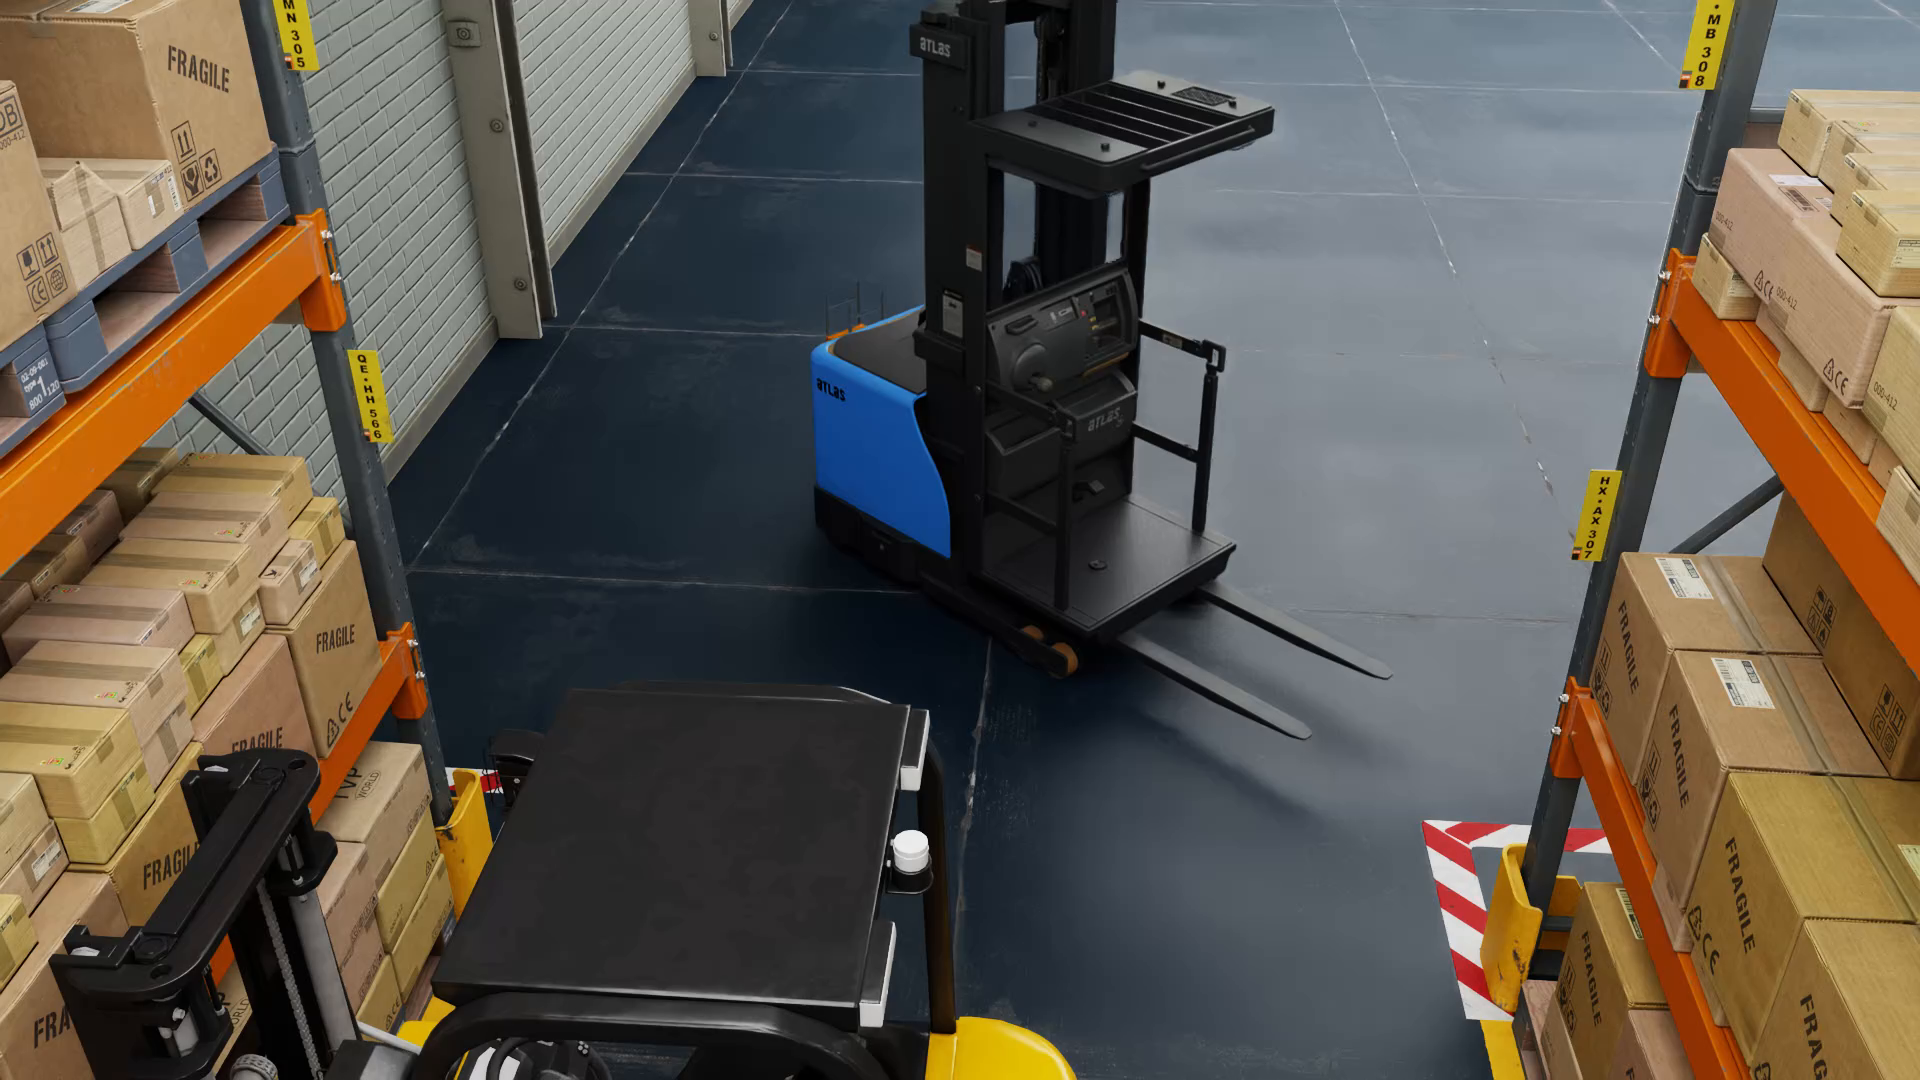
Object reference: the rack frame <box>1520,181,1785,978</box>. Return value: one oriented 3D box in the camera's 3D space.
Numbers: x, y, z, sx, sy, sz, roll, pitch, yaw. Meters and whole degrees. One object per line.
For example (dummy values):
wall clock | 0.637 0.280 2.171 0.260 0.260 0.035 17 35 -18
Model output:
rack frame | 2.528 0.318 5.375 1.000 3.000 0.127 2 32 4

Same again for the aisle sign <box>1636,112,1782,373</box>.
aisle sign | 2.224 -0.835 4.767 0.394 0.787 0.004 2 32 4

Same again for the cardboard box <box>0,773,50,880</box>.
cardboard box | -2.358 0.661 3.821 0.380 0.149 0.250 3 32 5

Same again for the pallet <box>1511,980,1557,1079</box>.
pallet | 2.420 1.968 5.356 1.003 0.211 1.213 2 32 4

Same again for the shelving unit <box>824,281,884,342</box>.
shelving unit | -0.544 -0.758 8.837 0.258 1.200 0.189 -27 41 -36

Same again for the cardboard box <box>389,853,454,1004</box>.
cardboard box | -2.143 1.359 5.907 0.500 0.250 0.500 3 32 4

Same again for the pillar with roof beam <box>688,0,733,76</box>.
pillar with roof beam | 1.893 -8.212 13.498 9.100 9.000 0.400 2 32 4

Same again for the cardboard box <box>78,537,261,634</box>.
cardboard box | -2.222 0.127 4.688 0.380 0.149 0.250 3 32 5

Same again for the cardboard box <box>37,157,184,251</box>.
cardboard box | -2.184 -0.837 4.135 0.380 0.149 0.250 2 32 3

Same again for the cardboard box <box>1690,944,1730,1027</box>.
cardboard box | 2.131 1.129 4.299 0.380 0.149 0.250 3 32 5

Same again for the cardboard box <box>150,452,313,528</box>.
cardboard box | -2.239 -0.141 5.123 0.380 0.149 0.250 3 32 4

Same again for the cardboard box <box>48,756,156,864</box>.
cardboard box | -2.249 0.654 4.116 0.380 0.149 0.250 3 32 4

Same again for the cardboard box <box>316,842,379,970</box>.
cardboard box | -2.182 1.195 5.219 0.500 0.250 0.500 3 32 5

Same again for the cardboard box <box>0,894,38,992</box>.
cardboard box | -2.311 0.917 3.689 0.380 0.149 0.250 2 32 3

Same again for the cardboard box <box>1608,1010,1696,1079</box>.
cardboard box | 2.147 1.686 4.660 0.500 0.500 0.500 1 32 2

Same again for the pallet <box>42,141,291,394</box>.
pallet | -2.503 -0.763 4.354 1.003 0.211 1.213 2 32 4

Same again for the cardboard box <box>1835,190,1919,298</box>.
cardboard box | 2.115 -0.626 3.527 0.380 0.149 0.250 2 32 4

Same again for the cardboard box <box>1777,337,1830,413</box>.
cardboard box | 2.189 -0.415 3.944 0.380 0.149 0.250 3 32 5

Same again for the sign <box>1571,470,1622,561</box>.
sign | 1.987 -0.074 5.186 0.100 0.325 0.005 2 32 4

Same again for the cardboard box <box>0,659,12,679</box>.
cardboard box | -2.772 0.357 4.598 0.380 0.149 0.250 1 32 2

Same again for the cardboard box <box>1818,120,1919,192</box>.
cardboard box | 2.291 -0.882 3.943 0.380 0.149 0.250 2 32 4

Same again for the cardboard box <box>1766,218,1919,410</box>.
cardboard box | 2.171 -0.508 3.715 0.500 0.250 0.500 2 32 3

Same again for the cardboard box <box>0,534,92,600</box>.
cardboard box | -2.722 0.103 4.727 0.380 0.149 0.250 3 32 5

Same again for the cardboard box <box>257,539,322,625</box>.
cardboard box | -2.160 0.117 4.987 0.380 0.149 0.250 3 32 5

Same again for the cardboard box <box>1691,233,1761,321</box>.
cardboard box | 2.177 -0.693 4.395 0.380 0.149 0.250 2 32 4

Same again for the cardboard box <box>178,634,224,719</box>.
cardboard box | -2.273 0.379 4.562 0.380 0.149 0.250 2 32 4

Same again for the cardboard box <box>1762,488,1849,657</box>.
cardboard box | 2.704 -0.001 4.560 0.700 0.500 0.500 2 32 3

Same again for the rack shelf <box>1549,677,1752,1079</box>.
rack shelf | 2.365 1.670 3.867 1.077 0.370 4.000 2 32 4

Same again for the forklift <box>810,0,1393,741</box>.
forklift | 0.627 -0.911 7.434 1.130 2.935 3.031 -27 41 -36

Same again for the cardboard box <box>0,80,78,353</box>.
cardboard box | -2.396 -0.660 3.512 0.700 0.500 0.500 3 32 4

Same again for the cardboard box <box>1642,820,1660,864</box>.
cardboard box | 2.185 0.861 4.733 0.380 0.149 0.250 1 32 2

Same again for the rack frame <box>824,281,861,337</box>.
rack frame | -0.608 -0.793 8.892 0.240 1.200 0.006 -27 41 -36

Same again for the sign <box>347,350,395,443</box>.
sign | -1.880 -0.456 5.301 0.100 0.325 0.005 2 32 4

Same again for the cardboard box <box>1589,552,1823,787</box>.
cardboard box | 2.213 0.384 4.888 0.500 0.500 0.500 2 32 3

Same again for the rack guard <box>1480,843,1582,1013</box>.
rack guard | 2.522 1.422 5.967 1.175 0.500 0.348 2 32 4

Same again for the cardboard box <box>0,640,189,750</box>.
cardboard box | -2.227 0.395 4.253 0.380 0.149 0.250 3 32 5

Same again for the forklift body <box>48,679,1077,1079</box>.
forklift body | -0.756 1.538 4.203 2.313 2.155 1.214 2 32 4

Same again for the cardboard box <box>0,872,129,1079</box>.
cardboard box | -2.321 1.136 3.952 0.500 0.500 0.500 3 32 4

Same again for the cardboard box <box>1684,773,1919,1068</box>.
cardboard box | 2.134 0.922 4.016 0.500 0.500 0.500 2 32 3

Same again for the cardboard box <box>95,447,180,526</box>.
cardboard box | -2.660 -0.171 5.172 0.380 0.149 0.250 2 32 3

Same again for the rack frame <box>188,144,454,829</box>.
rack frame | -2.420 0.108 5.716 1.000 3.000 0.127 2 32 4

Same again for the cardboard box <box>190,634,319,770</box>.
cardboard box | -2.249 0.605 4.815 0.500 0.500 0.500 3 32 6

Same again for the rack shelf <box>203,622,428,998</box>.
rack shelf | -2.582 1.460 4.208 1.077 0.370 4.000 2 32 4

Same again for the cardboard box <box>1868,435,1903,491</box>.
cardboard box | 2.176 -0.145 3.507 0.380 0.149 0.250 2 32 2

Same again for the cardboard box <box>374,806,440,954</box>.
cardboard box | -2.148 1.154 5.762 0.500 0.250 0.500 2 32 3
